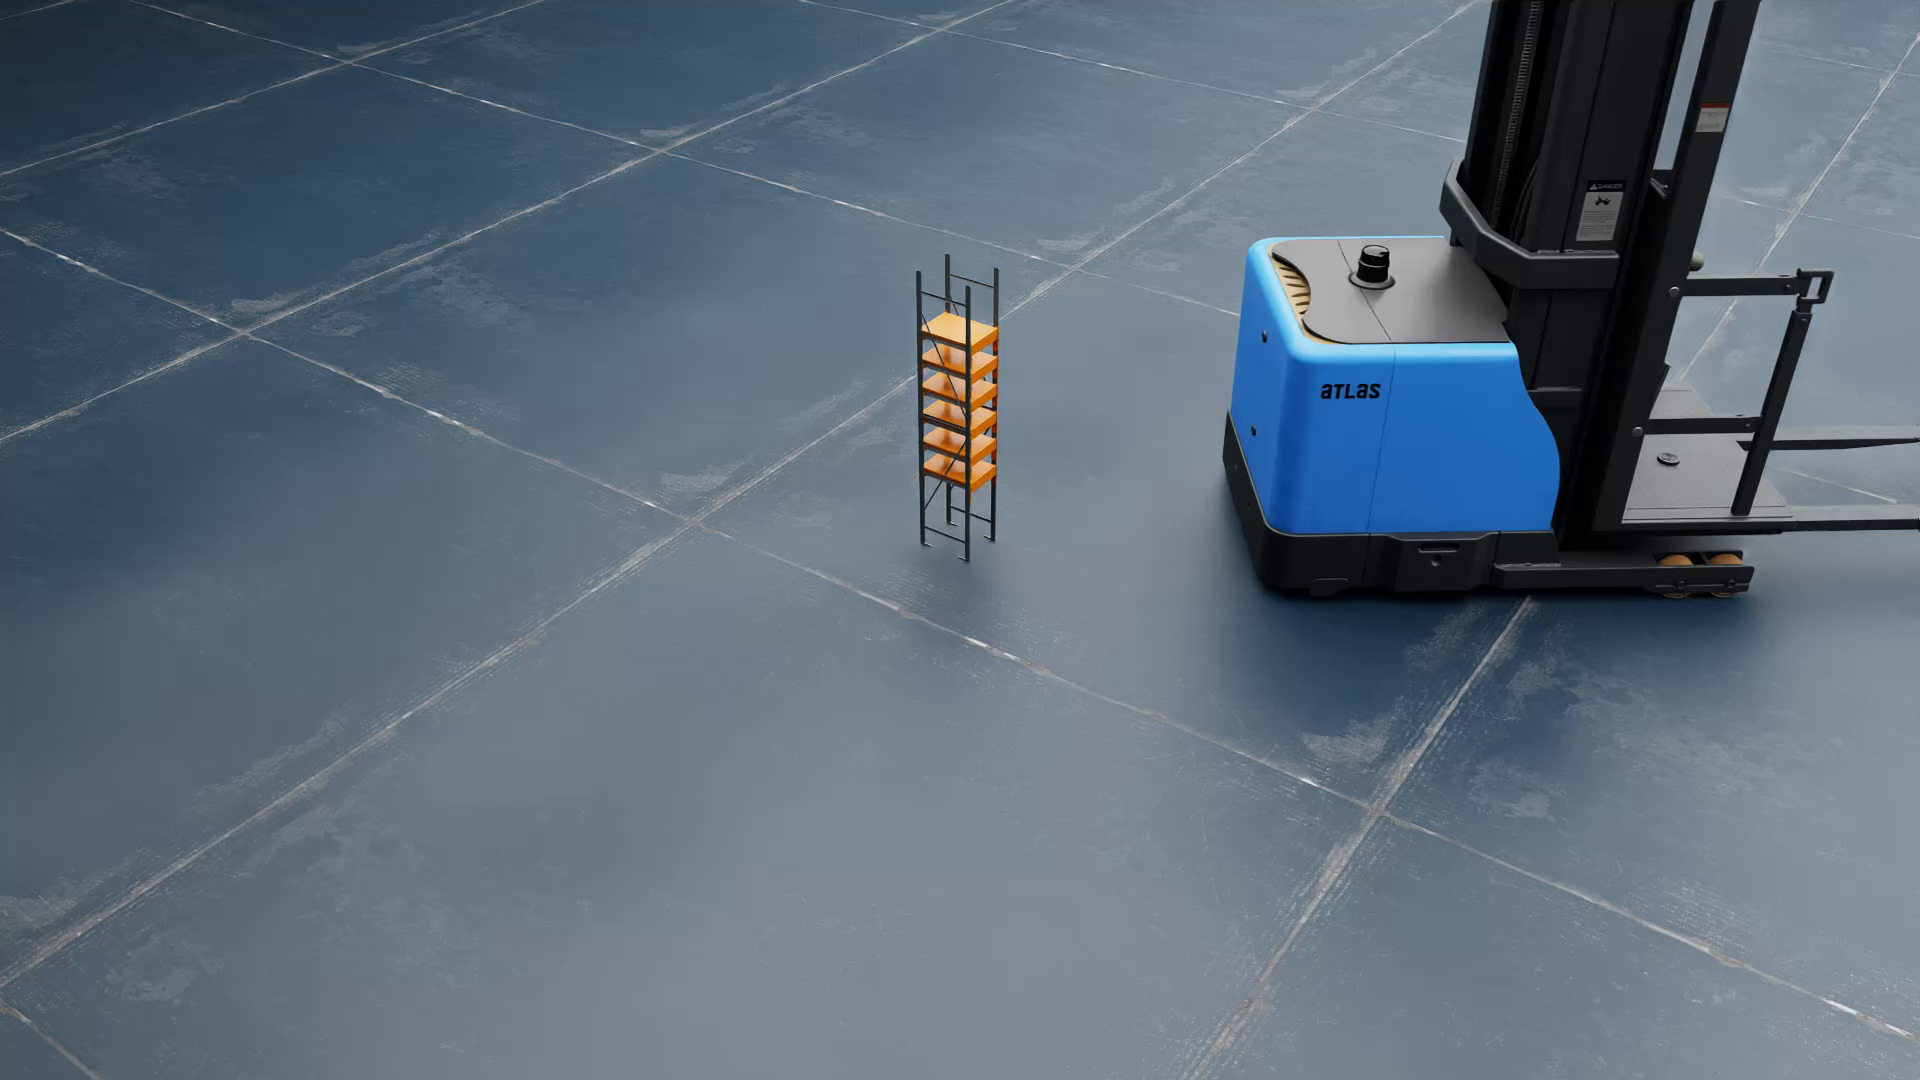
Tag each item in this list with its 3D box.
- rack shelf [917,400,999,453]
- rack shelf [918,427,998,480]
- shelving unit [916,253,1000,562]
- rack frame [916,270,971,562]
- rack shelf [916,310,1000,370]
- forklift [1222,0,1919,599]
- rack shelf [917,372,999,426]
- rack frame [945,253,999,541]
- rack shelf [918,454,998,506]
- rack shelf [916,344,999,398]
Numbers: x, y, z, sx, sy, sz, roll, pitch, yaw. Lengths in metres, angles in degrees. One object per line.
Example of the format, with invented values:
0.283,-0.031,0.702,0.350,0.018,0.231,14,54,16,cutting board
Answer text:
-0.008,-0.454,6.429,0.258,0.103,0.180,21,39,28,rack shelf
-0.008,-0.354,6.496,0.258,0.103,0.180,21,39,28,rack shelf
-0.008,-0.490,6.404,0.258,1.200,0.189,21,39,28,shelving unit
-0.060,-0.448,6.342,0.240,1.200,0.006,21,39,28,rack frame
-0.008,-0.752,6.227,0.258,0.103,0.180,21,39,28,rack shelf
2.652,-1.287,6.037,3.031,2.935,1.130,-1,34,-1,forklift
-0.008,-0.553,6.362,0.258,0.103,0.180,21,39,28,rack shelf
0.044,-0.532,6.466,0.240,1.200,0.006,21,39,28,rack frame
-0.008,-0.255,6.563,0.258,0.103,0.180,21,39,28,rack shelf
-0.008,-0.652,6.294,0.258,0.103,0.180,21,39,28,rack shelf
